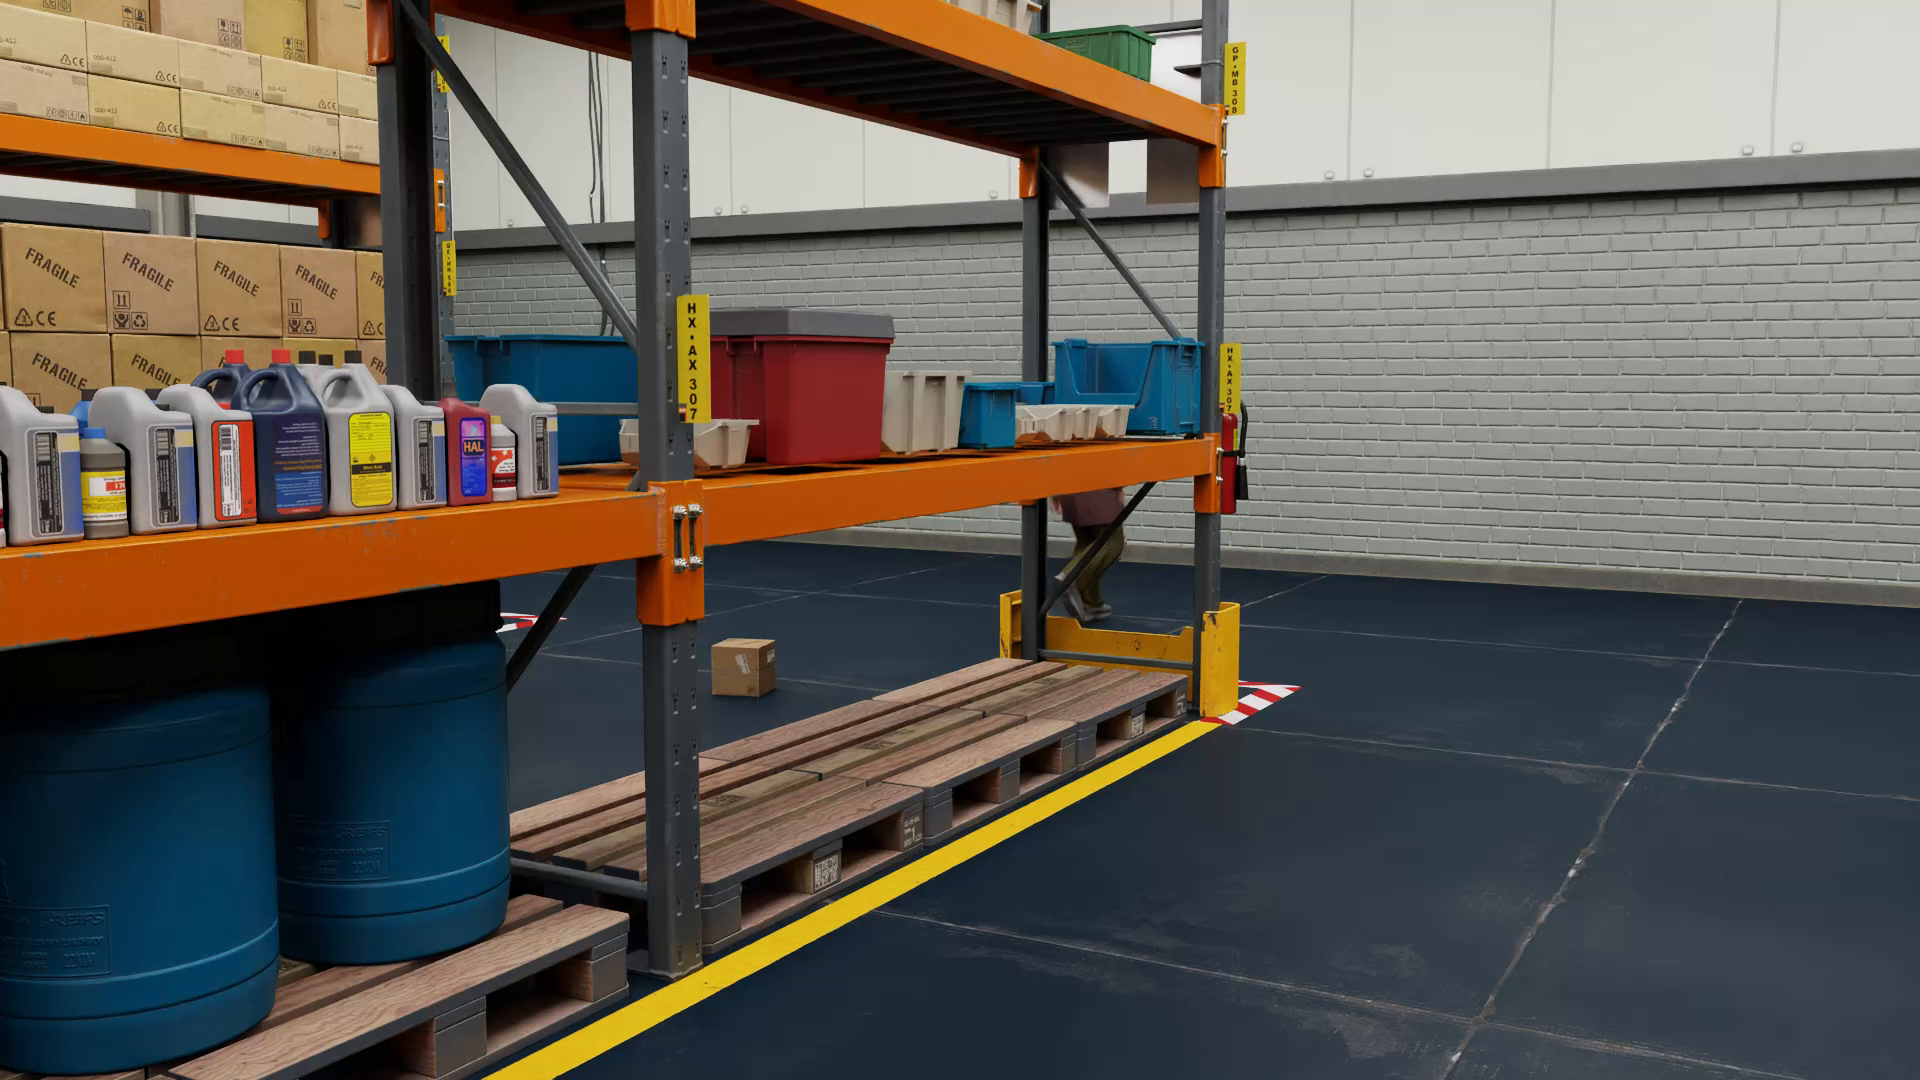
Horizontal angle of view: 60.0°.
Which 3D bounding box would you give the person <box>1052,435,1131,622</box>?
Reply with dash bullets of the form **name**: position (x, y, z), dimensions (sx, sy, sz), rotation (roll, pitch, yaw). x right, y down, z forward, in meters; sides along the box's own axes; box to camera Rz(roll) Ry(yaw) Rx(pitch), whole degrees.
- **person**: position (0.787, -0.344, 10.502), dimensions (0.563, 1.756, 0.778), rotation (5, 7, 40)
